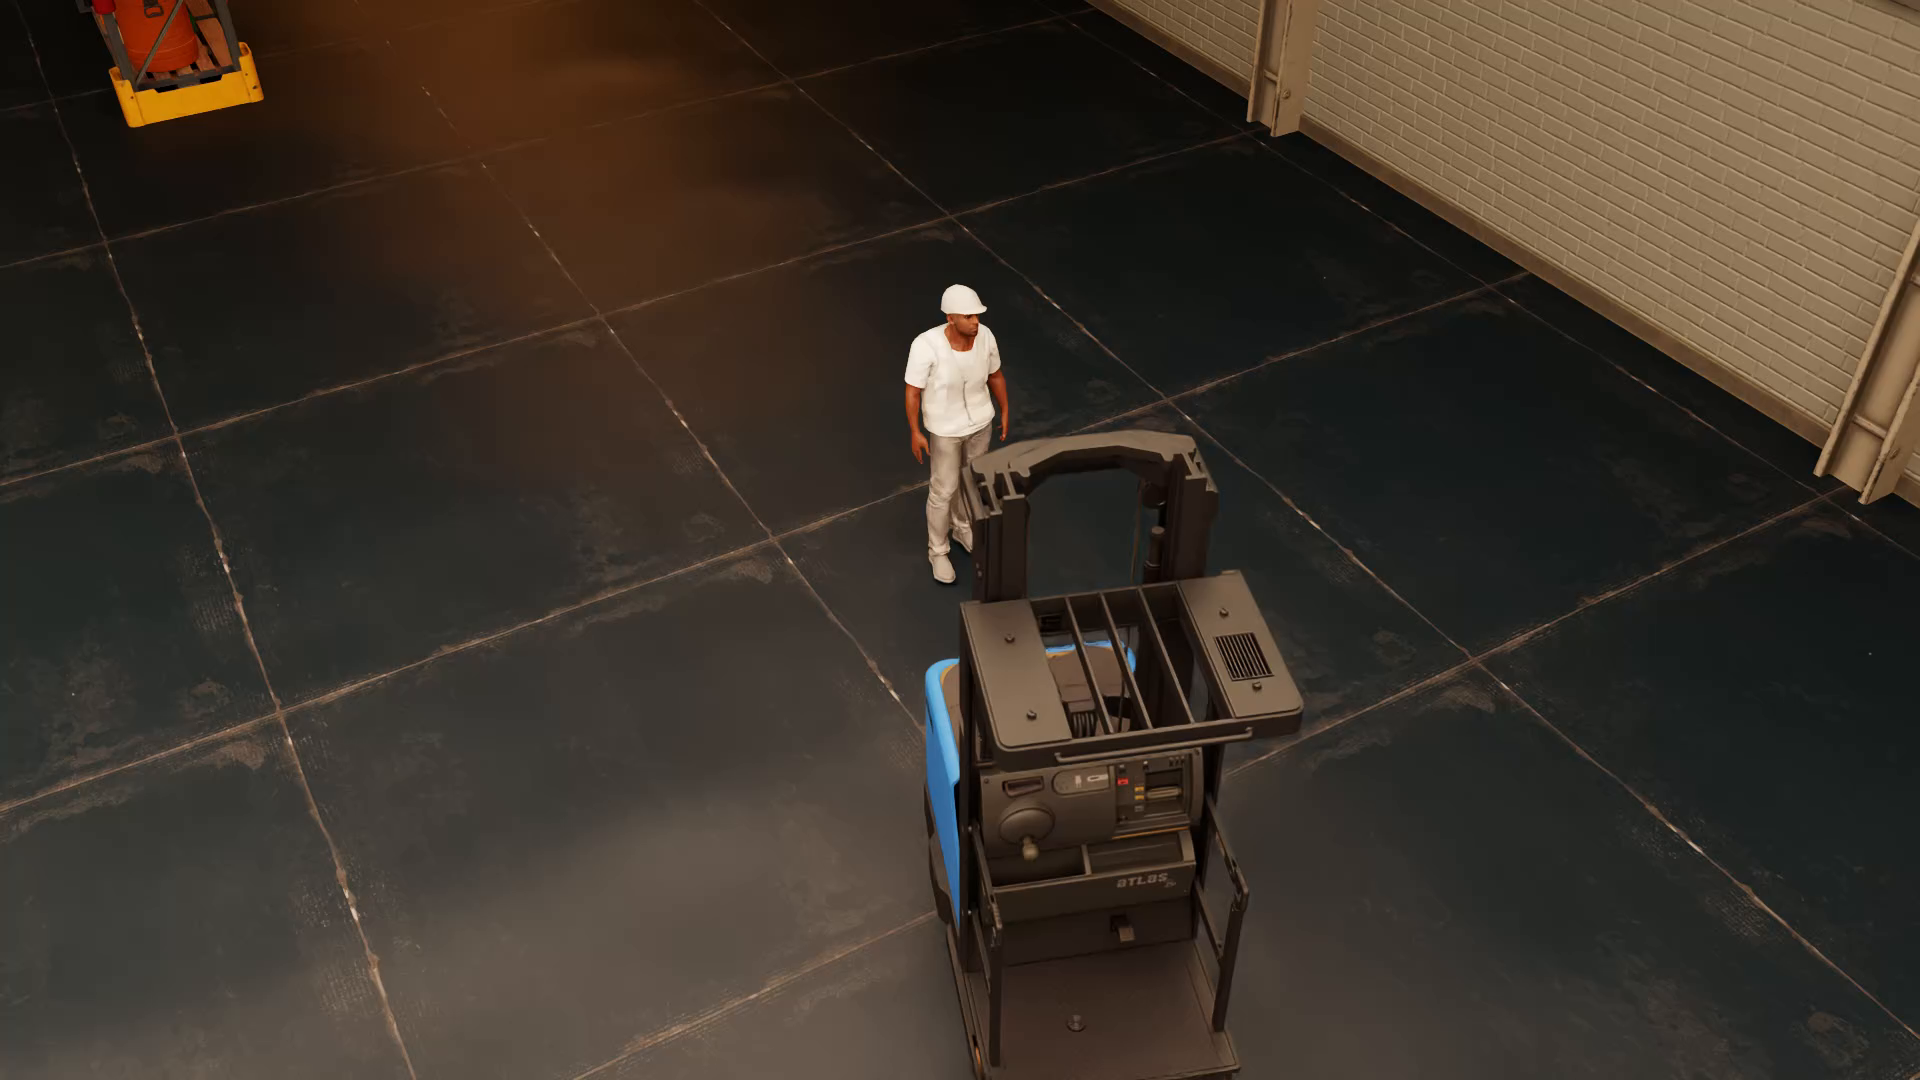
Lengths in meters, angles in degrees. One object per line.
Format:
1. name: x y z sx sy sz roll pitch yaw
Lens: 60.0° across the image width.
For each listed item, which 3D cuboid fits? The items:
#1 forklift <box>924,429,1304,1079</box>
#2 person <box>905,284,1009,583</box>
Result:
1. forklift: 0.583 1.151 6.648 1.130 2.935 3.031 -7 40 -8
2. person: 0.029 -0.645 9.715 0.665 1.765 0.577 -20 44 -23
